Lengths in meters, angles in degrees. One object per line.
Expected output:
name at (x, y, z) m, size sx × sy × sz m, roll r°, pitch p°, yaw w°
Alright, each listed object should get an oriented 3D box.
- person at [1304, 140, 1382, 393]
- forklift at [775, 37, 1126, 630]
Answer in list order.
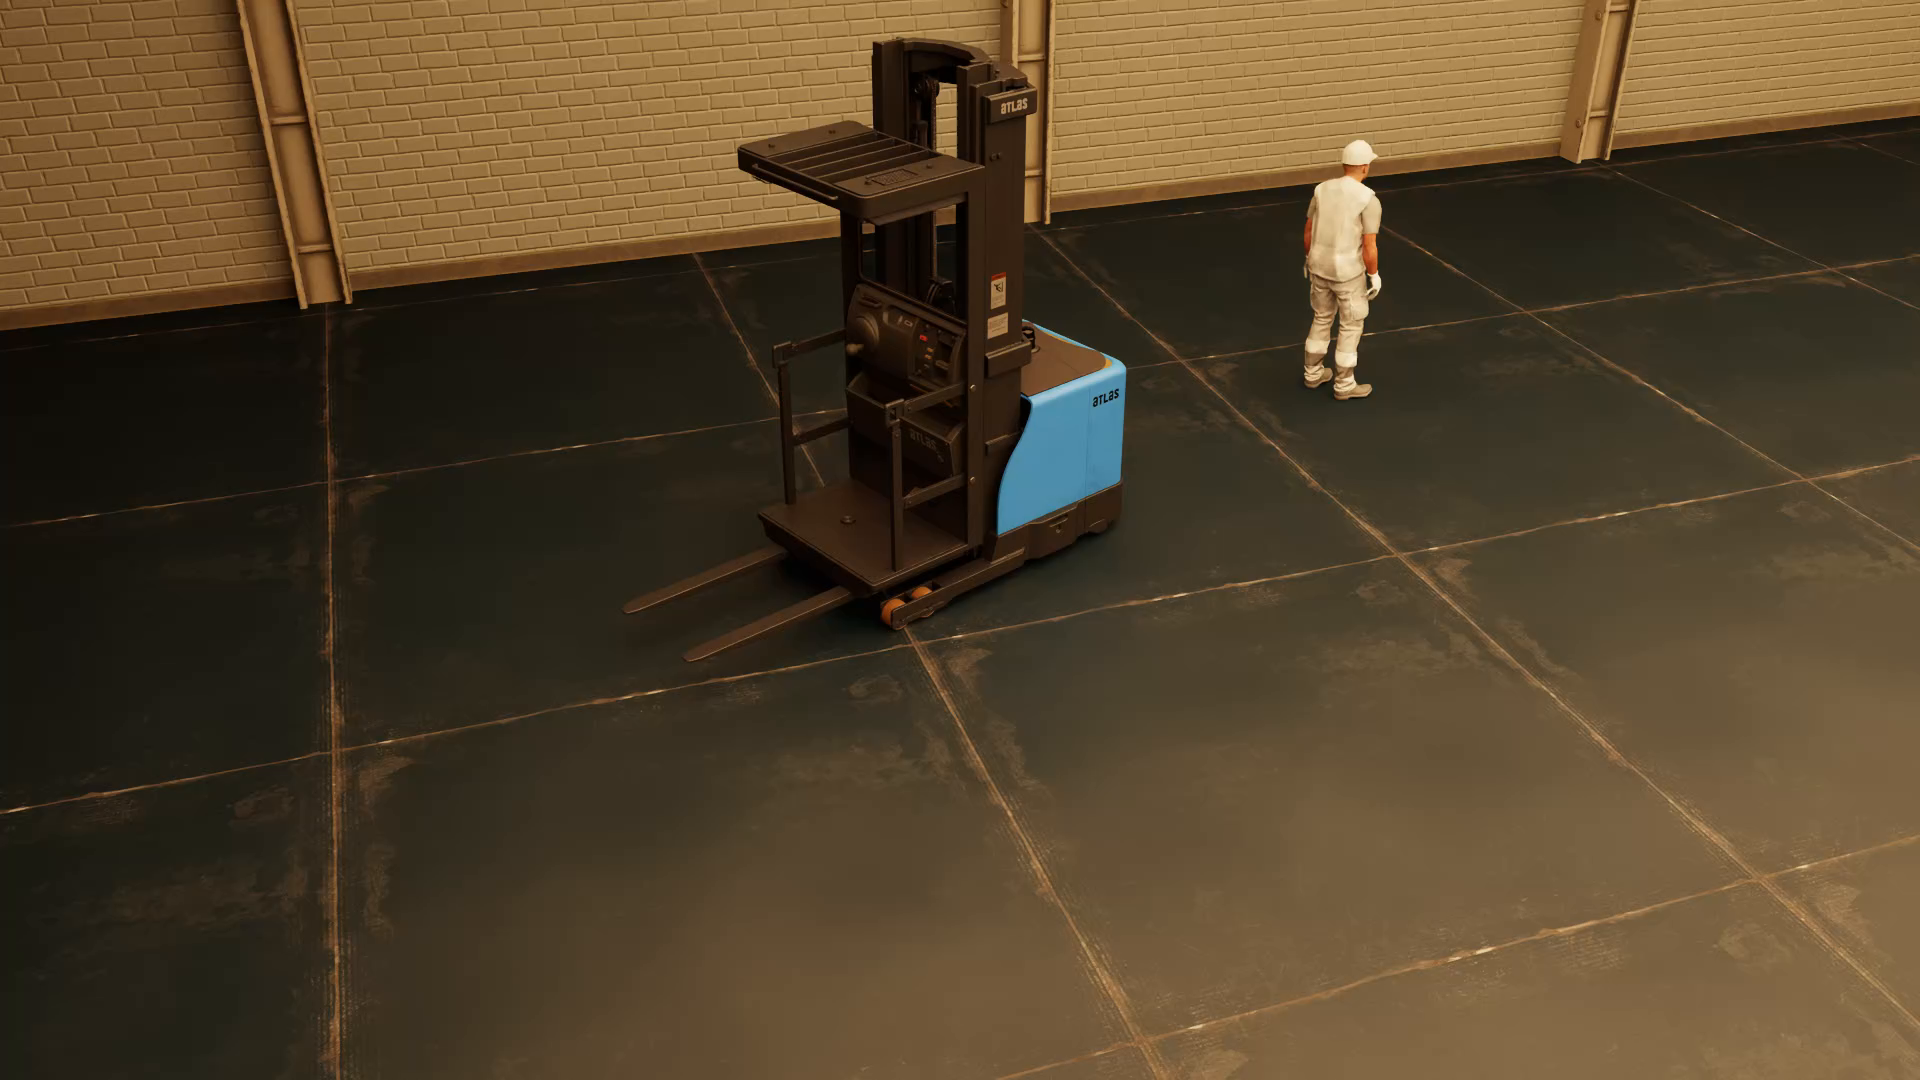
person at (2.635, -1.889, 11.472) m, size 0.452 × 1.720 × 0.617 m, roll -24°, pitch 38°, yaw -35°
forklift at (-0.461, -1.072, 8.951) m, size 3.031 × 2.935 × 1.130 m, roll -23°, pitch 37°, yaw -34°
